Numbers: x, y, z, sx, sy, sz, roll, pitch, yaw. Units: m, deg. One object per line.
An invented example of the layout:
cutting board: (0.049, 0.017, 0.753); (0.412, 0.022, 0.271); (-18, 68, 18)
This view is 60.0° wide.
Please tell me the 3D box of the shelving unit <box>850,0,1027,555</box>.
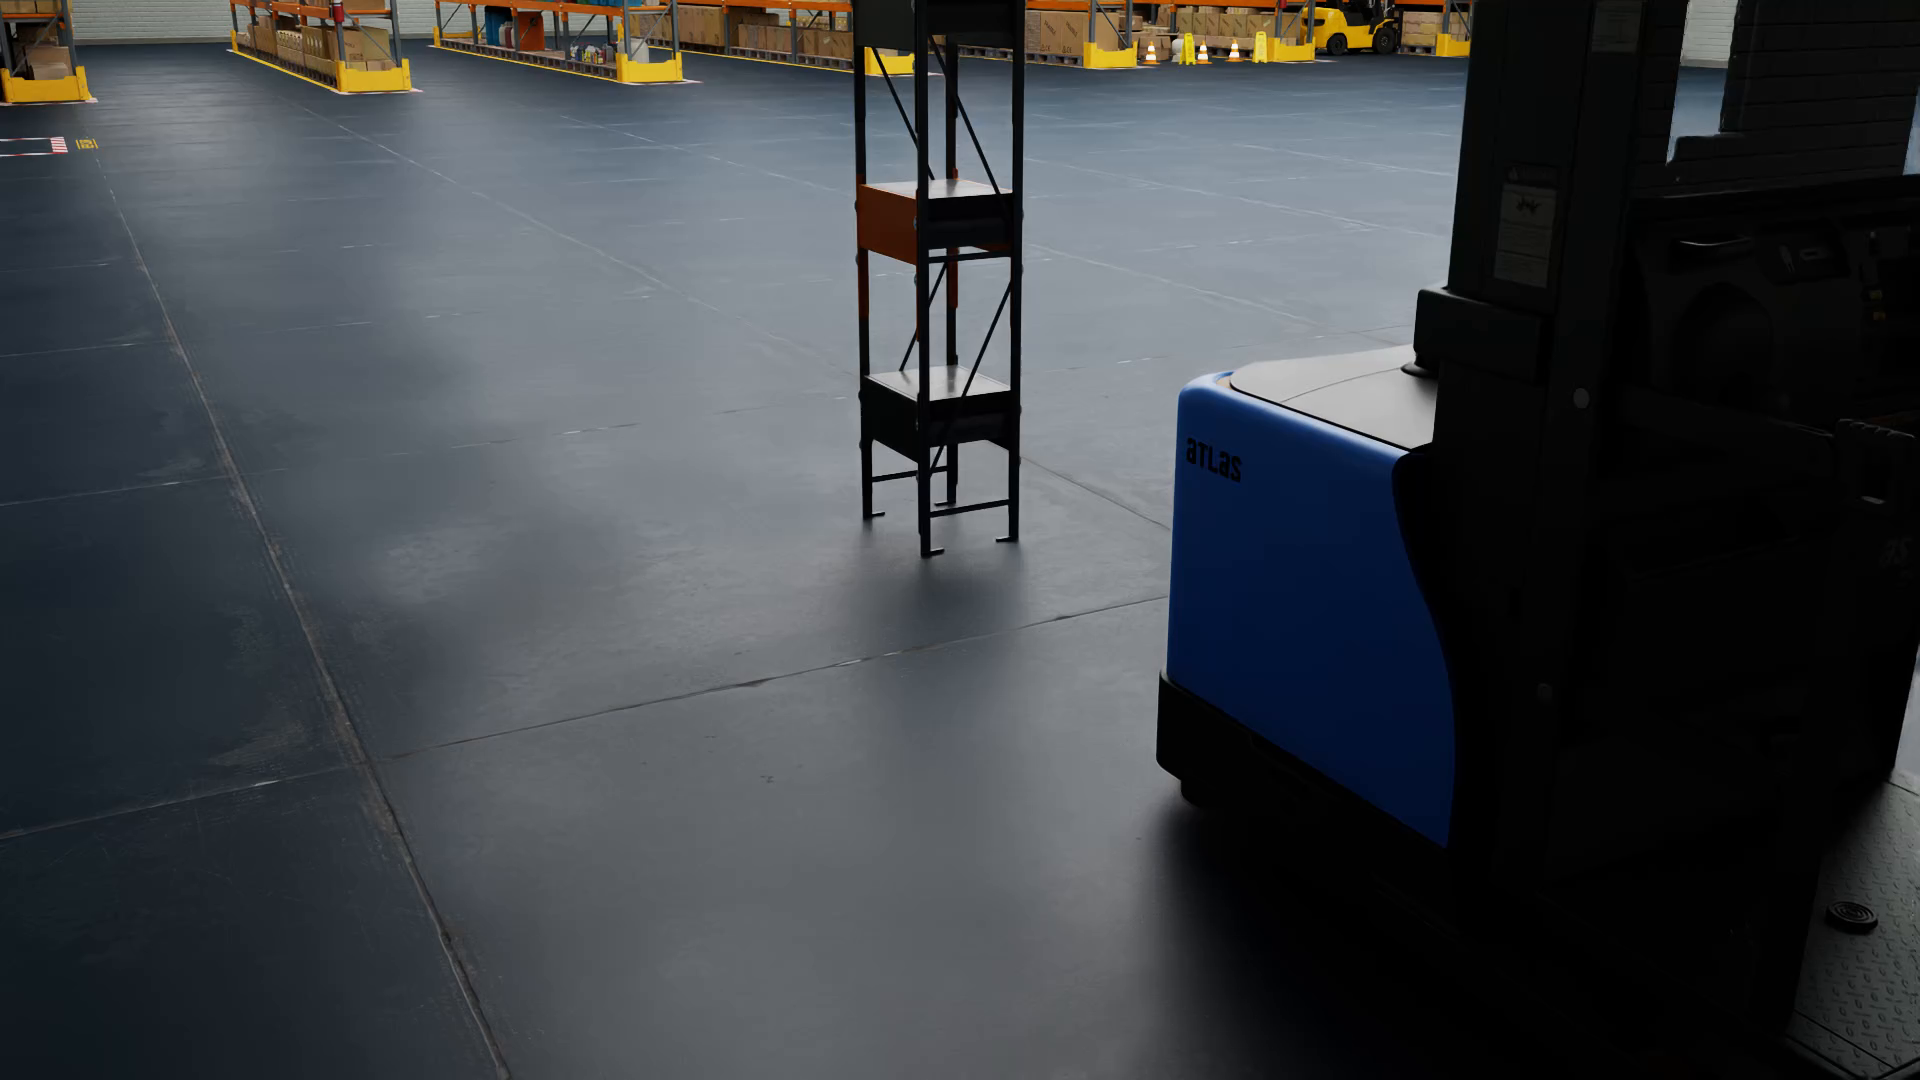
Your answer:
shelving unit: (-0.079, -1.040, 5.927); (0.431, 2.100, 0.503); (-10, 21, -27)

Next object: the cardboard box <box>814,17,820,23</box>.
cardboard box: (-3.864, -14.516, 46.415); (0.380, 0.149, 0.250); (-10, 21, -26)

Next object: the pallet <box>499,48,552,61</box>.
pallet: (-9.840, -11.060, 37.861); (1.003, 0.211, 1.213); (-10, 21, -27)

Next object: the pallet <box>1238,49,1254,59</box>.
pallet: (7.059, -11.107, 37.995); (1.003, 0.211, 1.213); (-10, 21, -27)

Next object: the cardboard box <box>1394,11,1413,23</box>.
cardboard box: (10.827, -12.678, 40.314); (0.500, 0.250, 0.500); (-10, 21, -26)

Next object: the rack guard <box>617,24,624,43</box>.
rack guard: (-8.881, -14.048, 46.075); (1.175, 0.500, 0.348); (-10, 21, -27)

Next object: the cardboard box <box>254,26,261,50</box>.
cardboard box: (-15.675, -11.391, 37.700); (0.500, 0.500, 0.500); (-11, 22, -29)

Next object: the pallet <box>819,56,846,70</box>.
pallet: (-2.238, -9.921, 34.560); (1.003, 0.211, 1.213); (-10, 21, -27)

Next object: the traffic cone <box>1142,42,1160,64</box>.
traffic cone: (4.139, -10.542, 35.972); (0.336, 0.463, 0.334); (-10, 21, -27)

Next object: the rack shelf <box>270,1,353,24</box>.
rack shelf: (-12.841, -10.478, 33.002); (1.077, 0.370, 4.000); (-10, 21, -27)

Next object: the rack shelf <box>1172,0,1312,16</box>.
rack shelf: (6.500, -12.398, 38.566); (1.077, 0.370, 4.000); (-10, 21, -27)

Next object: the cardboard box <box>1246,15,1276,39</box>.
cardboard box: (6.840, -11.607, 37.592); (0.500, 0.500, 0.500); (-10, 21, -26)

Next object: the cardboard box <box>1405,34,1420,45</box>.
cardboard box: (11.087, -12.063, 40.064); (0.500, 0.250, 0.500); (-10, 21, -27)

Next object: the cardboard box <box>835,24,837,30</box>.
cardboard box: (-3.268, -13.996, 45.364); (0.380, 0.149, 0.250); (-11, 22, -29)

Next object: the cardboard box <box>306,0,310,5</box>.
cardboard box: (-12.163, -10.308, 31.635); (0.500, 0.250, 0.500); (-9, 21, -23)

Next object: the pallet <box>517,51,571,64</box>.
pallet: (-9.096, -10.612, 36.562); (1.003, 0.211, 1.213); (-10, 21, -27)

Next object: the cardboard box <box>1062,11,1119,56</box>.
cardboard box: (2.761, -10.747, 35.292); (0.875, 0.875, 0.875); (-10, 21, -26)

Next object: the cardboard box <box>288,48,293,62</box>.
cardboard box: (-13.065, -9.656, 33.087); (0.500, 0.250, 0.500); (-10, 21, -26)

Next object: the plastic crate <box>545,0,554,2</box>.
plastic crate: (-8.327, -11.271, 34.222); (0.392, 0.384, 0.575); (-10, 21, -27)

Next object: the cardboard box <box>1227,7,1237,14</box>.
cardboard box: (6.366, -12.157, 38.192); (0.380, 0.149, 0.250); (-9, 21, -24)

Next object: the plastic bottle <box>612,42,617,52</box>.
plastic bottle: (-6.879, -9.771, 33.236); (0.144, 0.351, 0.185); (-11, 22, -29)

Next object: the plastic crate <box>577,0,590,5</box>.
plastic crate: (-7.134, -10.477, 32.220); (0.450, 0.188, 0.662); (-10, 21, -27)

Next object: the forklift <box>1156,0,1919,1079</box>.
forklift: (1.649, -0.414, 2.837); (1.130, 2.935, 3.031); (-10, 21, -27)

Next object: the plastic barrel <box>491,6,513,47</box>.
plastic barrel: (-10.749, -12.151, 39.321); (0.600, 0.901, 0.708); (-10, 21, -27)

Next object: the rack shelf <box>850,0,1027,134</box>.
rack shelf: (-0.079, -1.689, 5.703); (0.431, 0.518, 0.480); (-10, 21, -27)

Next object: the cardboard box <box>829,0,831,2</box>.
cardboard box: (-2.451, -11.057, 33.962); (0.380, 0.149, 0.250); (-10, 21, -27)

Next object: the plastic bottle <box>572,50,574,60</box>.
plastic bottle: (-7.716, -9.707, 33.280); (0.097, 0.201, 0.097); (0, 19, 0)

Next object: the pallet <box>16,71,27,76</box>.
pallet: (-16.620, -8.381, 30.096); (1.003, 0.211, 1.213); (-10, 21, -27)

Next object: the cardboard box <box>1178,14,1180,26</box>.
cardboard box: (6.644, -14.927, 47.980); (0.500, 0.500, 0.500); (-11, 22, -28)

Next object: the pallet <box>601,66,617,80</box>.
pallet: (-6.089, -8.793, 31.289); (1.003, 0.211, 1.213); (-10, 21, -27)

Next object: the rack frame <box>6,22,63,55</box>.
rack frame: (-18.148, -10.624, 32.322); (1.000, 3.000, 0.127); (-10, 21, -27)

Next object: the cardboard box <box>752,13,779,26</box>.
cardboard box: (-4.465, -11.968, 38.225); (0.500, 0.250, 0.500); (-7, 20, -21)

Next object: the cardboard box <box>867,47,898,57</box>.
cardboard box: (-1.553, -9.828, 33.203); (0.500, 0.500, 0.500); (-6, 20, -17)

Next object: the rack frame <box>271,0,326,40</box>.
rack frame: (-13.790, -11.393, 34.549); (1.000, 3.000, 0.127); (-10, 21, -27)

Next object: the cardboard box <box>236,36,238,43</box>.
cardboard box: (-17.574, -12.312, 40.884); (0.380, 0.166, 0.250); (-10, 21, -27)

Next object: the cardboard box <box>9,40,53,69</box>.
cardboard box: (-16.902, -8.851, 30.342); (0.700, 0.500, 0.500); (-10, 22, -28)

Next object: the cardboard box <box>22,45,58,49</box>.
cardboard box: (-15.721, -8.210, 28.485); (0.500, 0.500, 0.500); (-12, 22, -31)

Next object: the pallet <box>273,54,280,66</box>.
pallet: (-14.112, -10.295, 35.642); (1.003, 0.211, 1.213); (-10, 21, -27)

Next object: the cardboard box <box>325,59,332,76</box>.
cardboard box: (-10.754, -8.245, 28.997); (0.500, 0.250, 0.500); (-10, 21, -27)

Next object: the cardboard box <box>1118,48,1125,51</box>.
cardboard box: (3.679, -11.016, 37.650); (0.396, 0.266, 0.258); (-6, 20, -17)

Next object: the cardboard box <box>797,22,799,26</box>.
cardboard box: (-4.433, -14.763, 47.587); (0.380, 0.149, 0.250); (-9, 21, -24)

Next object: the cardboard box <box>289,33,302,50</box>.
cardboard box: (-12.823, -9.772, 32.564); (0.500, 0.311, 0.500); (-10, 21, -27)

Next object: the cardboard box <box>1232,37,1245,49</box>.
cardboard box: (6.590, -11.403, 38.152); (0.500, 0.250, 0.500); (-10, 21, -26)

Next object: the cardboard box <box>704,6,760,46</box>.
cardboard box: (-5.380, -12.321, 39.854); (1.225, 0.875, 0.875); (-11, 22, -29)

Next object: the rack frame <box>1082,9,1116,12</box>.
rack frame: (3.651, -14.461, 43.441); (1.000, 3.000, 0.127); (-10, 21, -27)

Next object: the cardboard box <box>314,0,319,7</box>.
cardboard box: (-11.419, -10.015, 30.402); (0.700, 0.500, 0.500); (-10, 22, -27)

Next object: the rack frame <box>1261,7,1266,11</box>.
rack frame: (8.018, -15.231, 45.672); (1.000, 3.000, 0.127); (-10, 21, -27)

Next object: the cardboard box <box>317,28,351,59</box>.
cardboard box: (-10.996, -8.742, 29.289); (0.500, 0.500, 0.500); (-10, 21, -27)

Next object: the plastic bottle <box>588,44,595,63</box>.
plastic bottle: (-7.132, -9.441, 32.278); (0.144, 0.351, 0.185); (-9, 21, -24)
